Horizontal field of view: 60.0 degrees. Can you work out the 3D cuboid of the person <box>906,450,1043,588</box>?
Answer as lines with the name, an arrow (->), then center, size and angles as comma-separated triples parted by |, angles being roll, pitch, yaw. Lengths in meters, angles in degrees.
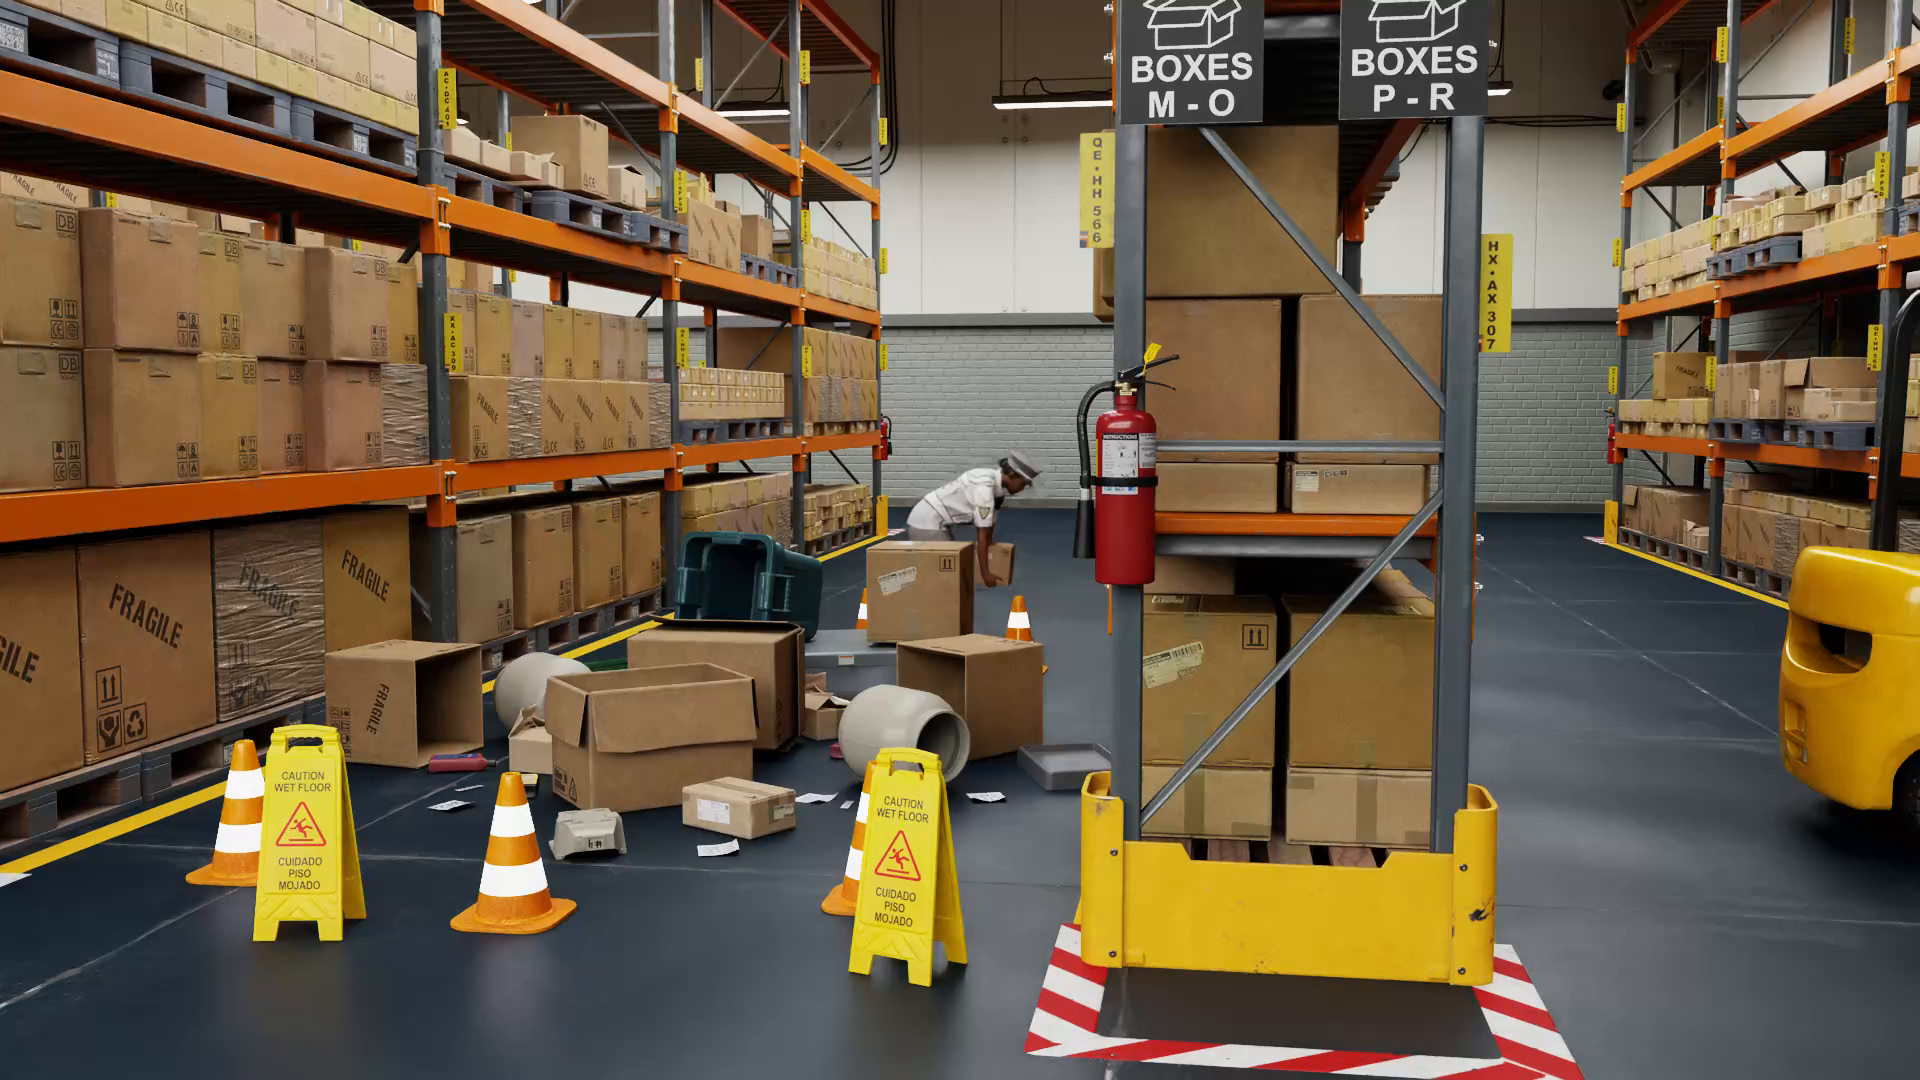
person -> 0.094, 0.098, 10.686 | 0.873, 1.350, 0.411 | 1, 5, 7
